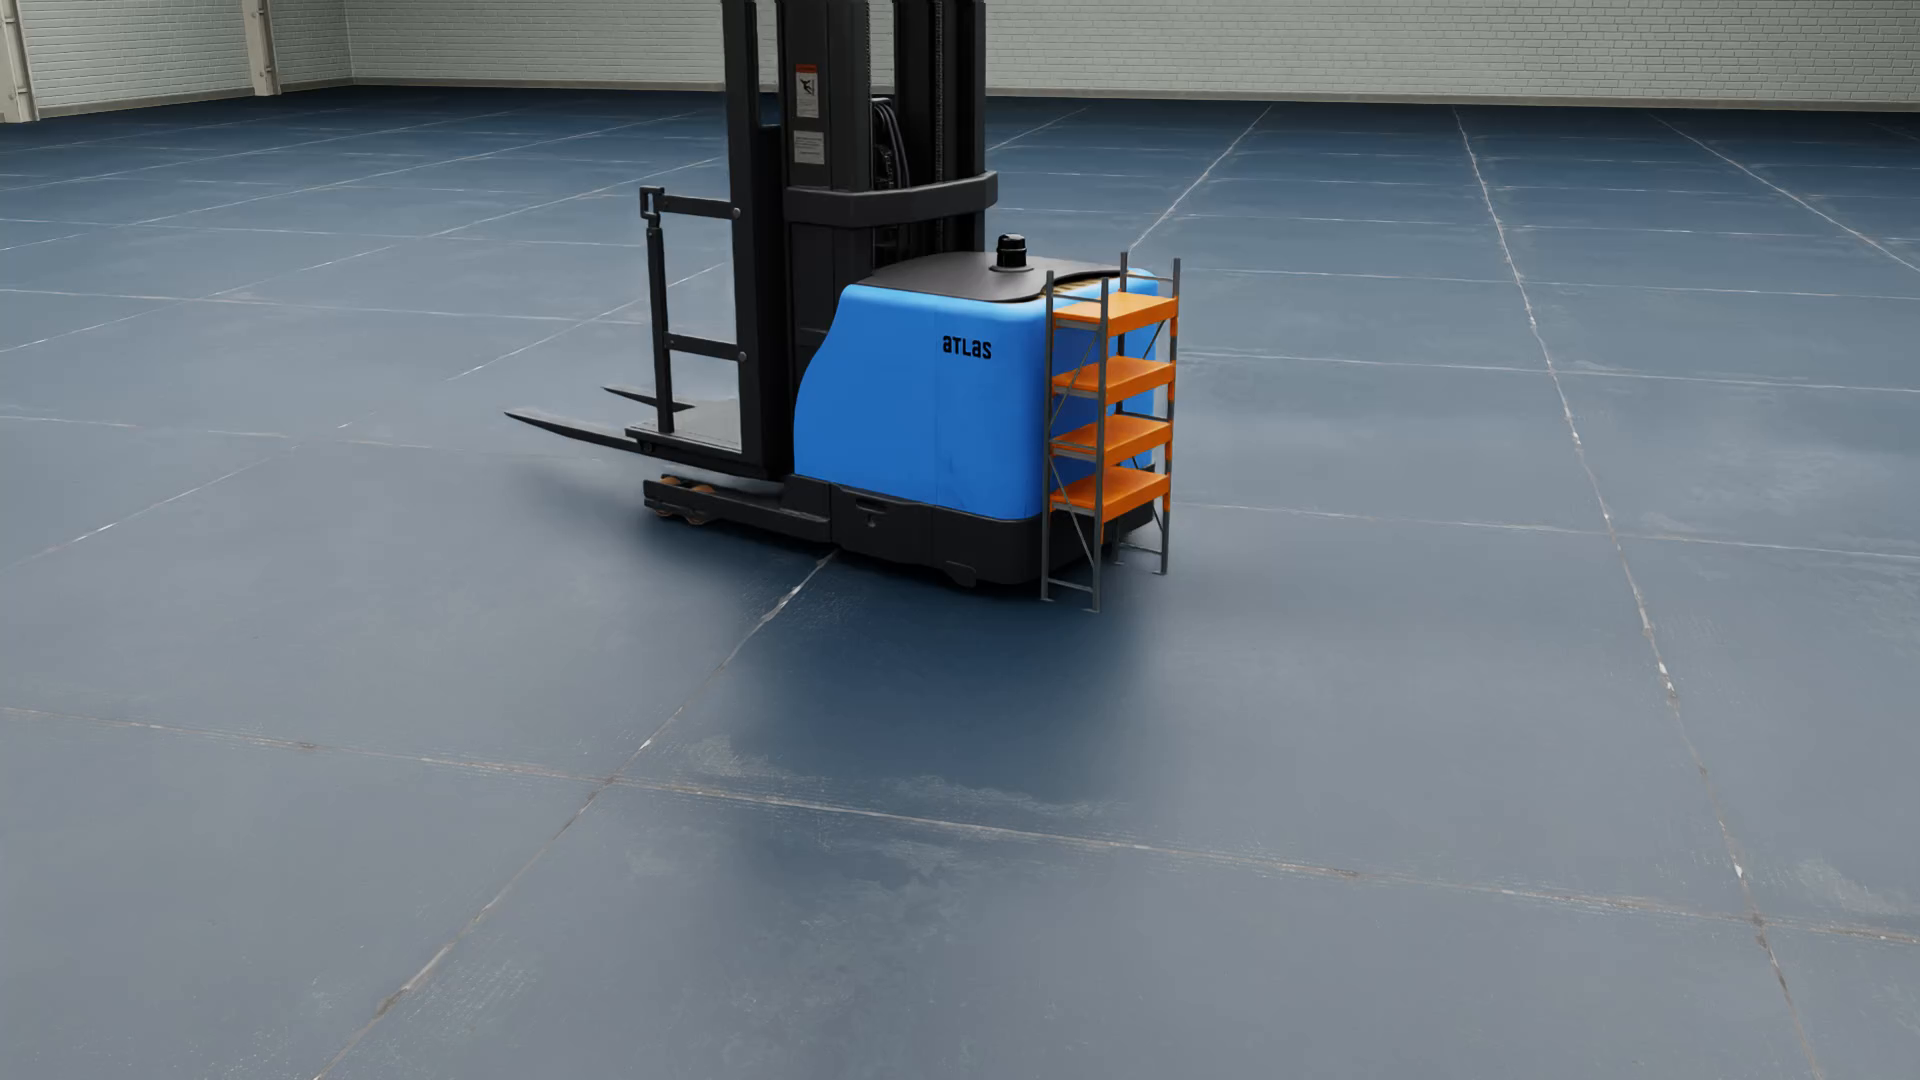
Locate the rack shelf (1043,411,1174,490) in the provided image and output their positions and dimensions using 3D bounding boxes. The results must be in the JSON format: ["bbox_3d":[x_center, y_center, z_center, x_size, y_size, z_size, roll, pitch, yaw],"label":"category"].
[{"bbox_3d":[0.539,-0.328,5.999,0.258,0.148,0.480,13,23,34],"label":"rack shelf"}]

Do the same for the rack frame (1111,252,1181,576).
[{"bbox_3d":[0.684,-0.455,6.164,0.240,1.200,0.015,13,23,34],"label":"rack frame"}]

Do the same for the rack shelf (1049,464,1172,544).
[{"bbox_3d":[0.539,-0.140,6.063,0.258,0.148,0.480,13,23,34],"label":"rack shelf"}]

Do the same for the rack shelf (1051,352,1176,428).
[{"bbox_3d":[0.540,-0.540,5.927,0.258,0.148,0.480,13,23,34],"label":"rack shelf"}]

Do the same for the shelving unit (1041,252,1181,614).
[{"bbox_3d":[0.540,-0.392,5.977,0.258,1.200,0.503,13,23,34],"label":"shelving unit"}]

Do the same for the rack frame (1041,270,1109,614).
[{"bbox_3d":[0.395,-0.328,5.791,0.240,1.200,0.015,13,23,34],"label":"rack frame"}]

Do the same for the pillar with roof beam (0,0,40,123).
[{"bbox_3d":[-10.178,-10.324,22.992,9.100,9.000,0.400,5,19,13],"label":"pillar with roof beam"}]

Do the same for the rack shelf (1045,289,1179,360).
[{"bbox_3d":[0.540,-0.763,5.850,0.258,0.148,0.480,13,23,34],"label":"rack shelf"}]

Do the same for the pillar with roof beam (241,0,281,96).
[{"bbox_3d":[-8.712,-12.205,28.498,9.100,9.000,0.400,5,19,13],"label":"pillar with roof beam"}]

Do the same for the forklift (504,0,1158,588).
[{"bbox_3d":[-0.708,-1.570,6.749,3.031,2.935,1.130,13,23,34],"label":"forklift"}]
